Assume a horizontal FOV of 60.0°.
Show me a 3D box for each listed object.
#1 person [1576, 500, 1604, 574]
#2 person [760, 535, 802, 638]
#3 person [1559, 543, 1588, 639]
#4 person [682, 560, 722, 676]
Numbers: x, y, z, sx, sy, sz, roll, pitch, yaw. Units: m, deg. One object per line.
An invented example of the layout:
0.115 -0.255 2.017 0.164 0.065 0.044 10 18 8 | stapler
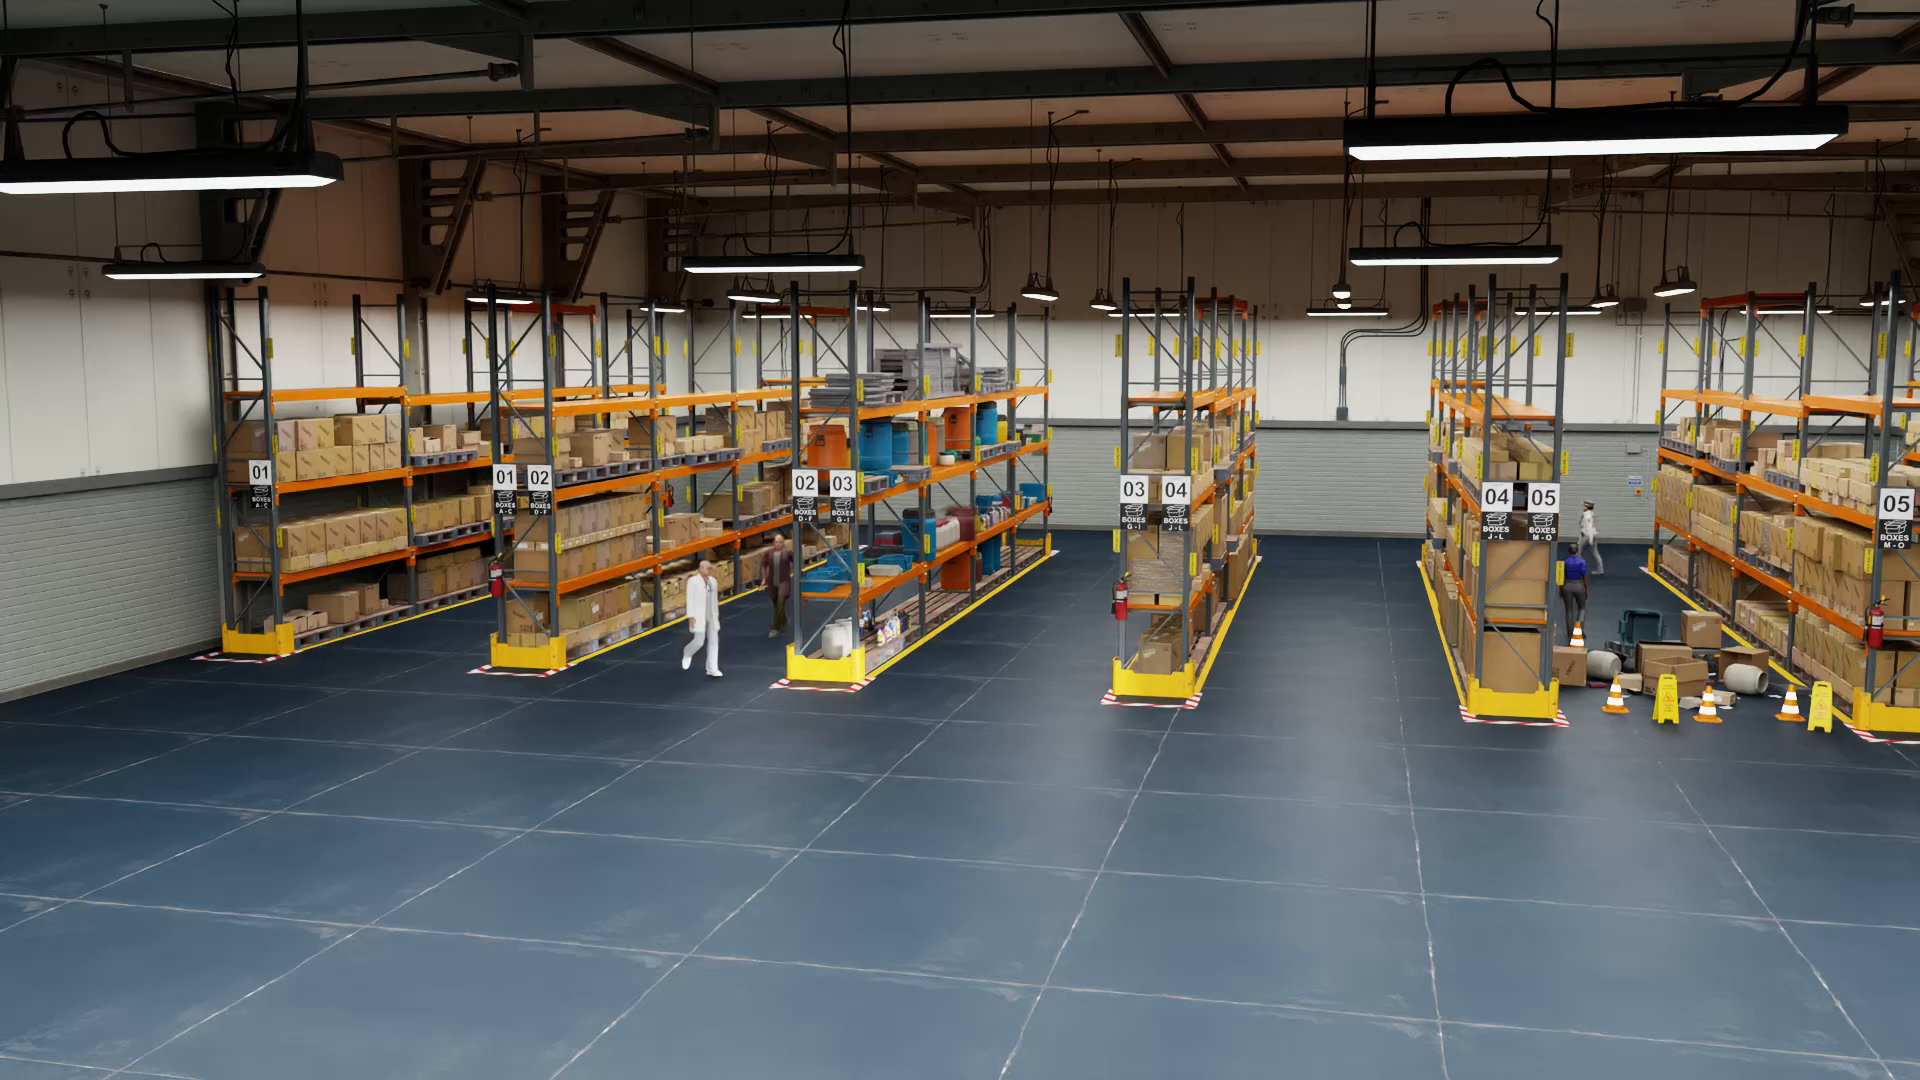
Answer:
13.928 -0.082 37.004 0.456 1.636 0.914 -4 8 -34 | person
-3.187 0.788 29.306 0.703 1.760 0.990 2 7 16 | person
10.612 0.887 28.782 0.494 1.687 0.379 2 7 20 | person
-3.939 1.188 25.549 0.617 1.762 0.819 -6 9 -42 | person
